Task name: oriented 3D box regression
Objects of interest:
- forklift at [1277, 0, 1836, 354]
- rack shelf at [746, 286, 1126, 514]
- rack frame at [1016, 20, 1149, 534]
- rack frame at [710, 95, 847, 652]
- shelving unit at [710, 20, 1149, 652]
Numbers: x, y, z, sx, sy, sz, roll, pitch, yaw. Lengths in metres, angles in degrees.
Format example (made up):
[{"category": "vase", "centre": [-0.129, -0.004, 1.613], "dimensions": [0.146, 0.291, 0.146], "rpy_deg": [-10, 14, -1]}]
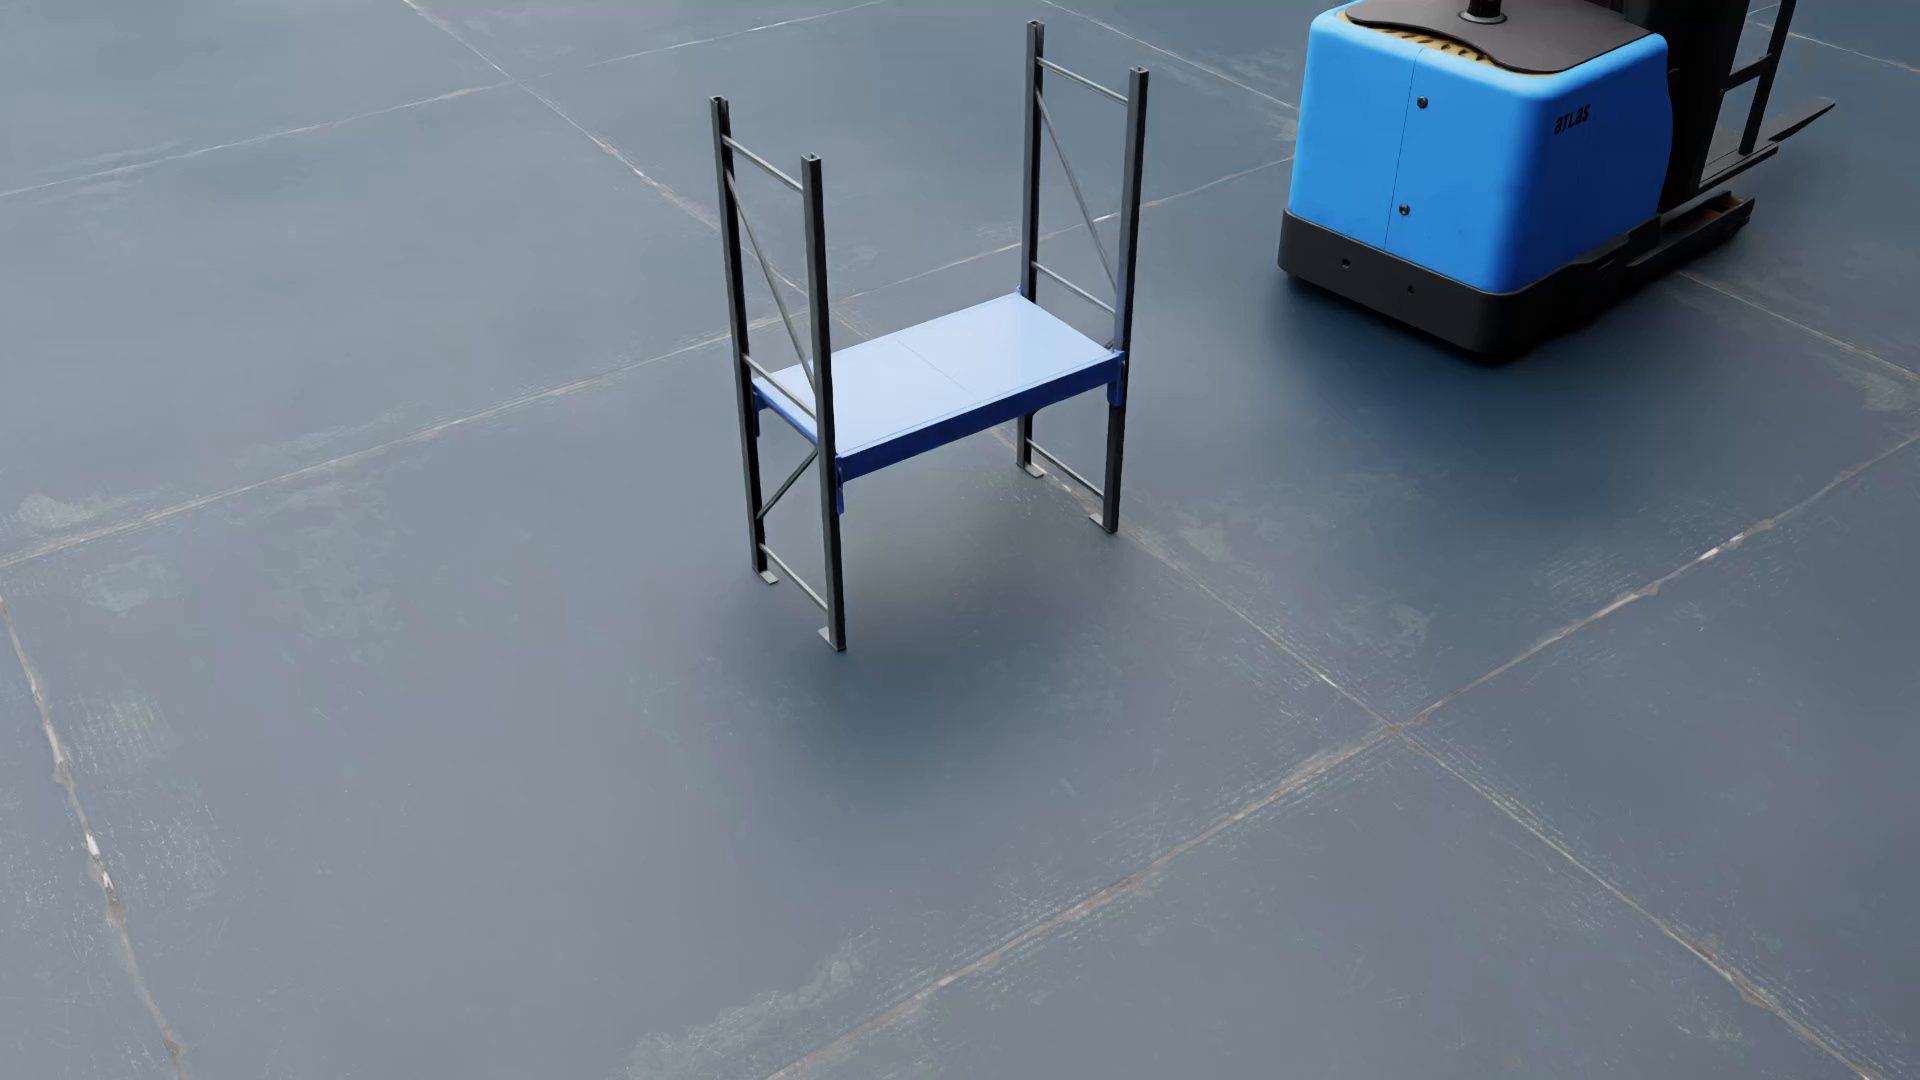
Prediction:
[{"category": "forklift", "centre": [2.707, -2.602, 6.358], "dimensions": [3.031, 2.935, 1.130], "rpy_deg": [-28, 44, -33]}, {"category": "rack shelf", "centre": [-0.070, -0.434, 4.877], "dimensions": [1.000, 0.185, 0.538], "rpy_deg": [-22, 41, -28]}, {"category": "rack frame", "centre": [0.346, -0.751, 5.010], "dimensions": [0.032, 1.500, 0.500], "rpy_deg": [-22, 41, -28]}, {"category": "rack frame", "centre": [-0.485, -0.409, 4.534], "dimensions": [0.032, 1.500, 0.500], "rpy_deg": [-22, 41, -28]}, {"category": "shelving unit", "centre": [-0.070, -0.580, 4.772], "dimensions": [1.048, 1.500, 0.538], "rpy_deg": [-22, 41, -28]}]
